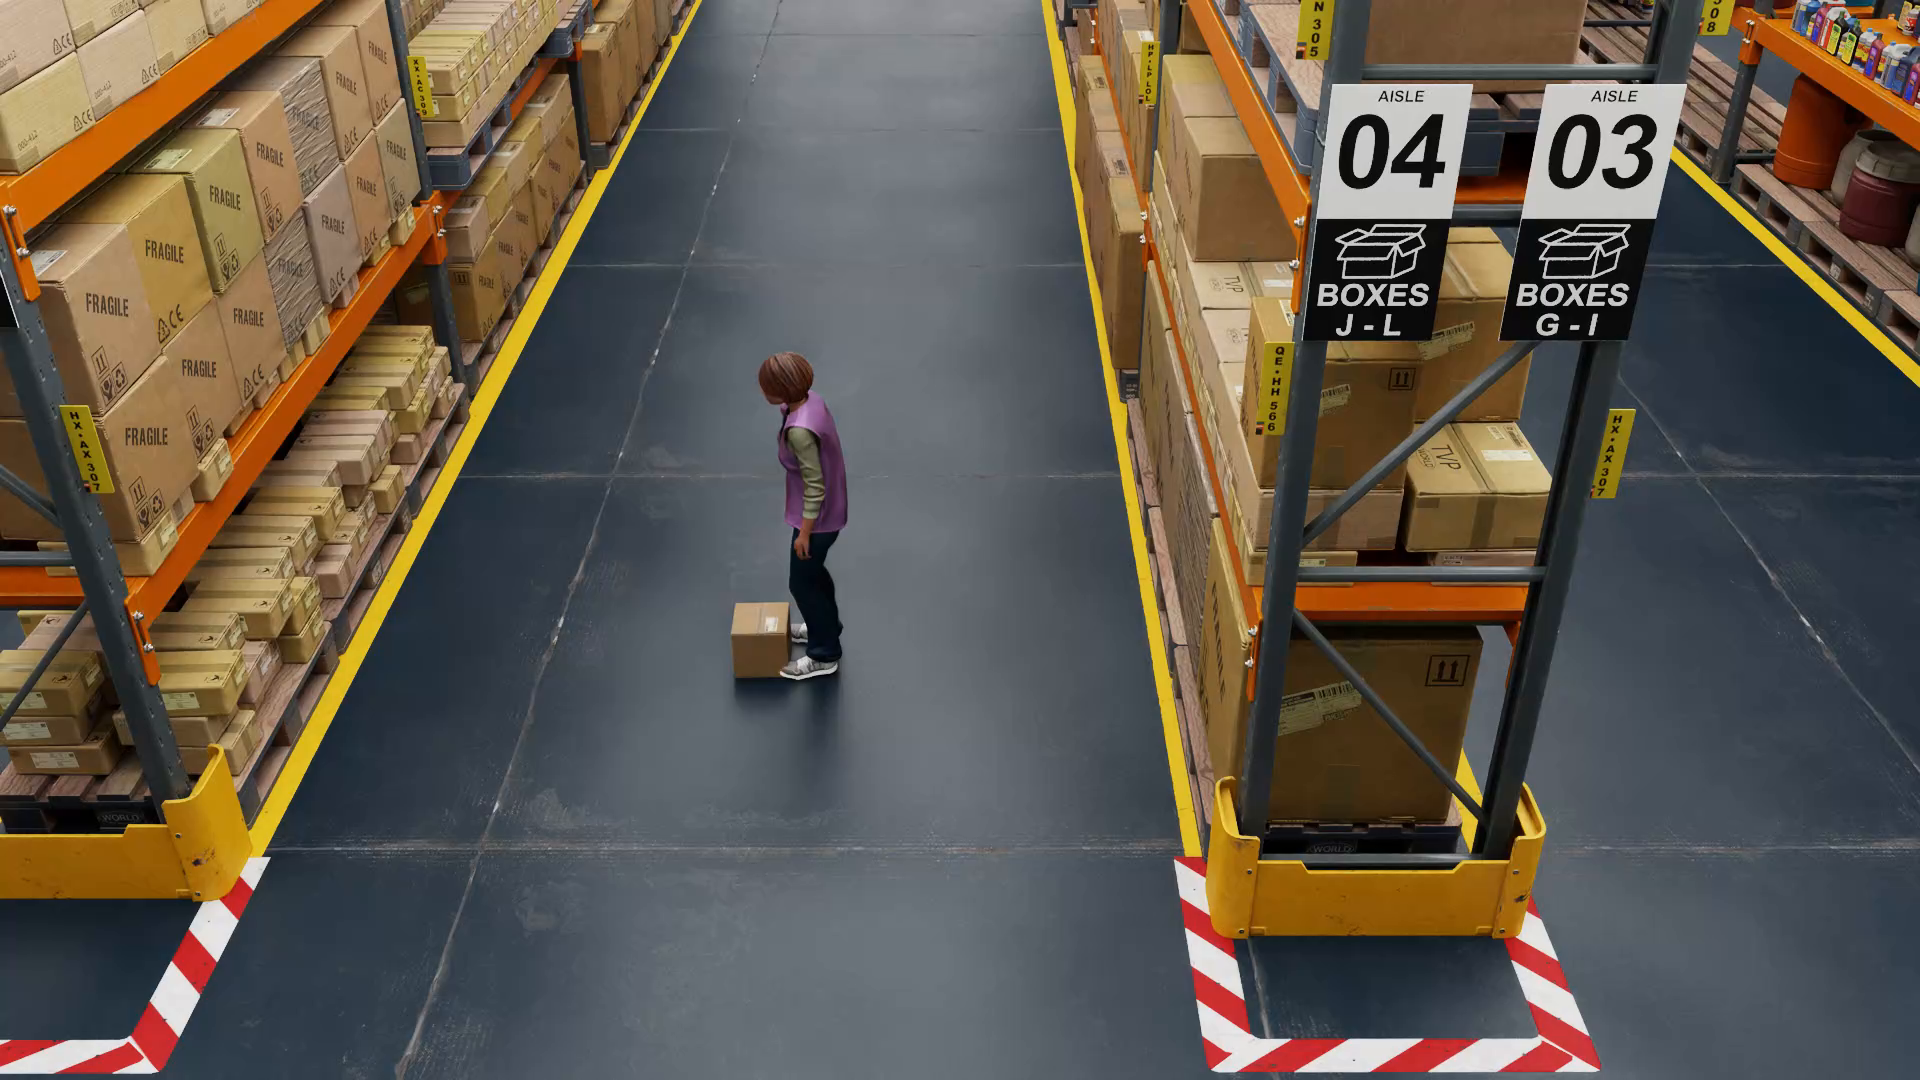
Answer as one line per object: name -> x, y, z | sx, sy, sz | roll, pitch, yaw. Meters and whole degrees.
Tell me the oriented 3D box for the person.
person -> -0.667, -0.111, 7.325 | 0.347, 1.592, 0.484 | -2, 32, -3
